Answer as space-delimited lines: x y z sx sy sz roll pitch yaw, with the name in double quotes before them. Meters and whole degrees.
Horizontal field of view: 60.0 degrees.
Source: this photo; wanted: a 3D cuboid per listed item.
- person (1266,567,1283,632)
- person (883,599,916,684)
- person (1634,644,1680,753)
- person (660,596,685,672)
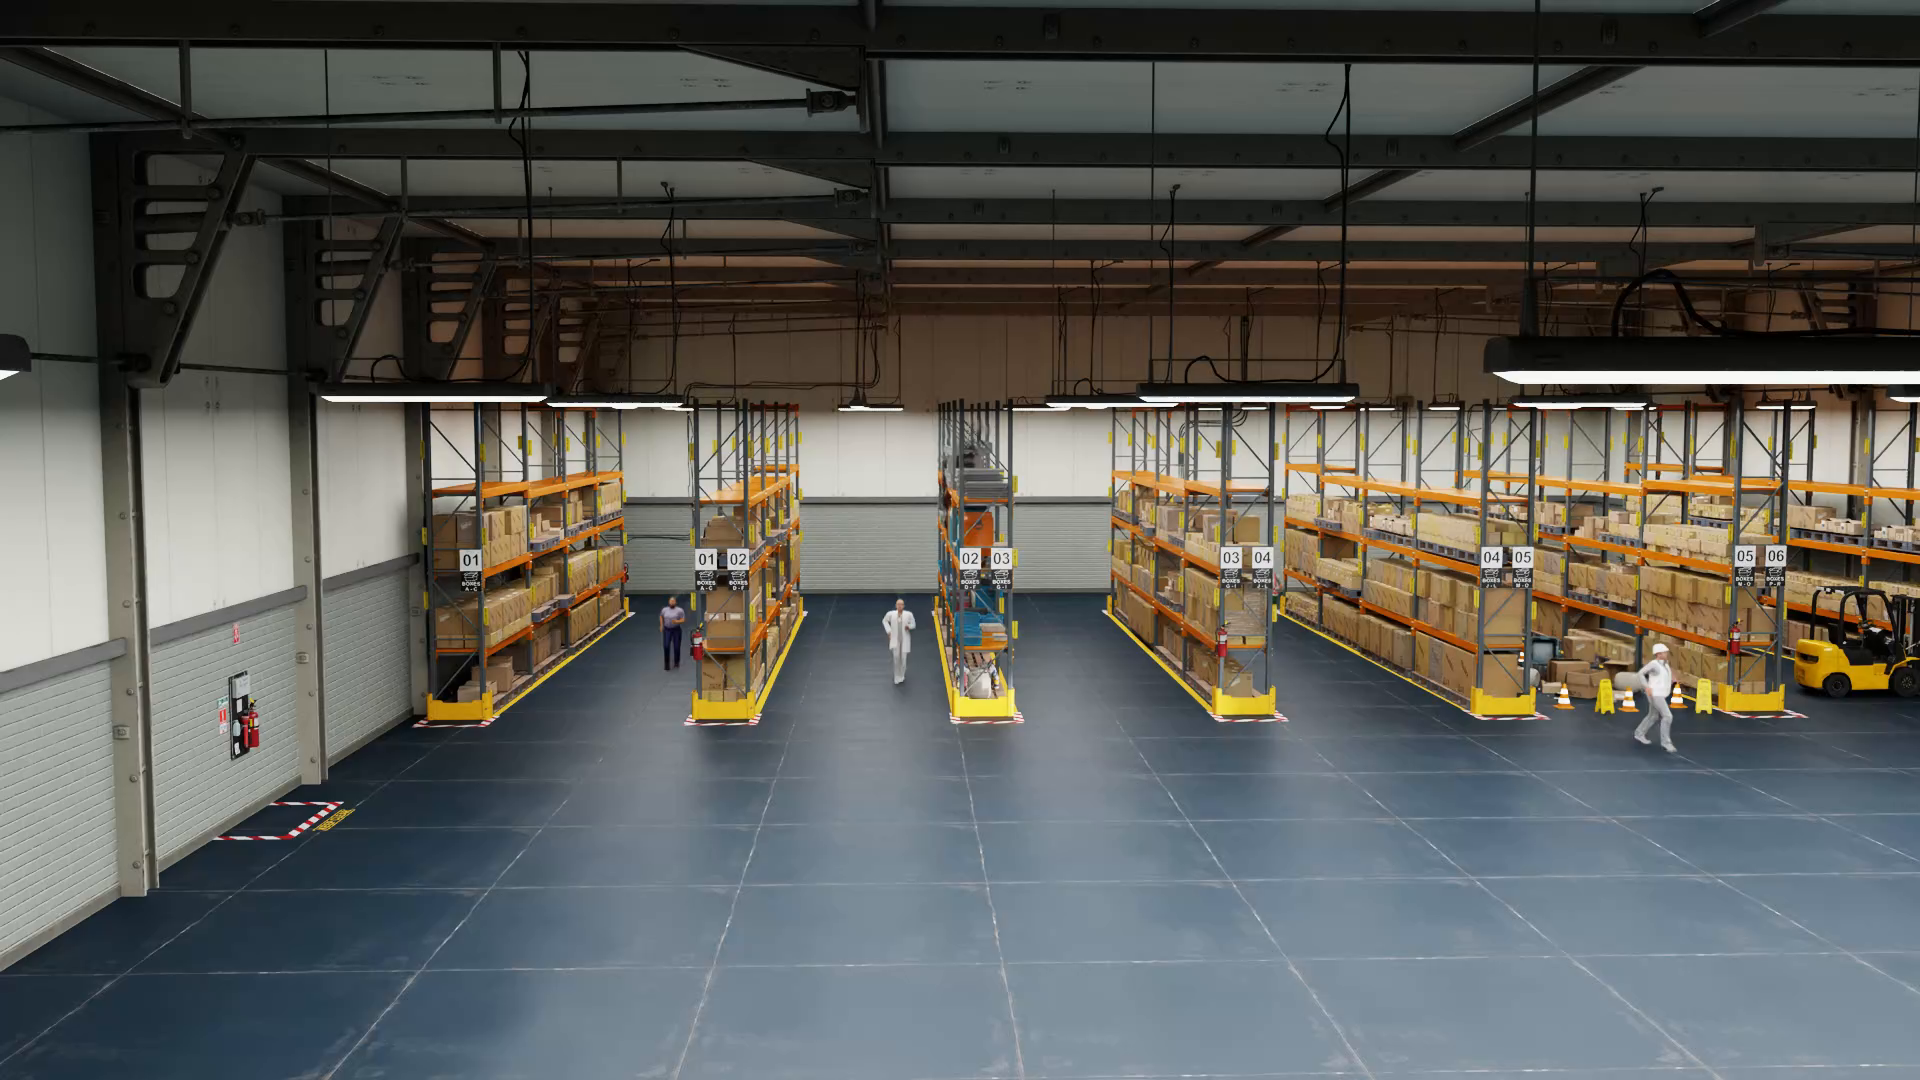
"person" 8.214 1.495 43.942 0.639 1.794 0.915 0 4 5
"person" -1.286 2.169 35.343 0.698 1.811 0.747 0 4 -4
"person" 11.915 2.674 28.405 0.776 1.824 0.644 4 6 40
"person" -6.416 2.097 37.075 0.575 1.689 0.699 -1 4 -7
